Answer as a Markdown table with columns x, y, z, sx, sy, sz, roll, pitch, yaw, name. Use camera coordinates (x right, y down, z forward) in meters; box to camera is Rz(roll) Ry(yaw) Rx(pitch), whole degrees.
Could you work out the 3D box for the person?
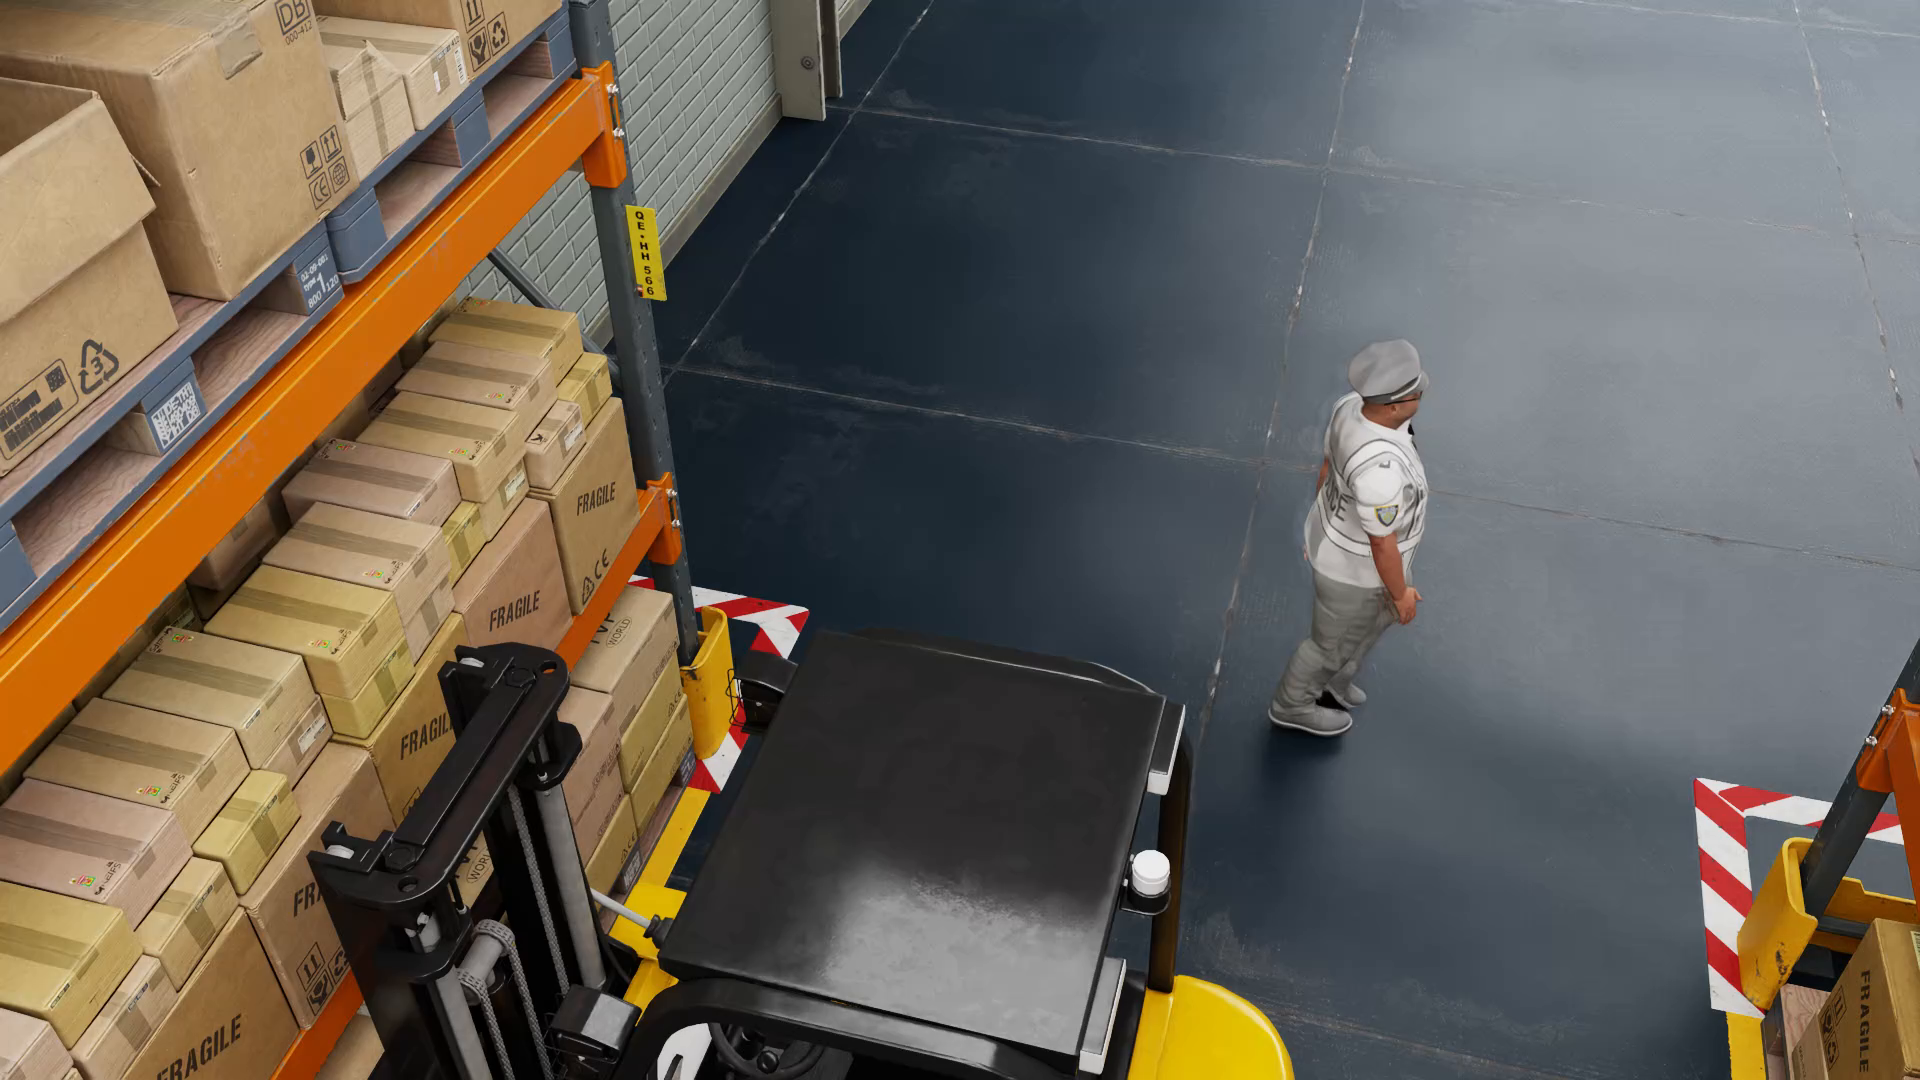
| x | y | z | sx | sy | sz | roll | pitch | yaw | name |
| --- | --- | --- | --- | --- | --- | --- | --- | --- | --- |
| 1.474 | 0.068 | 6.071 | 0.504 | 1.838 | 0.525 | 2 | 41 | 2 | person |
